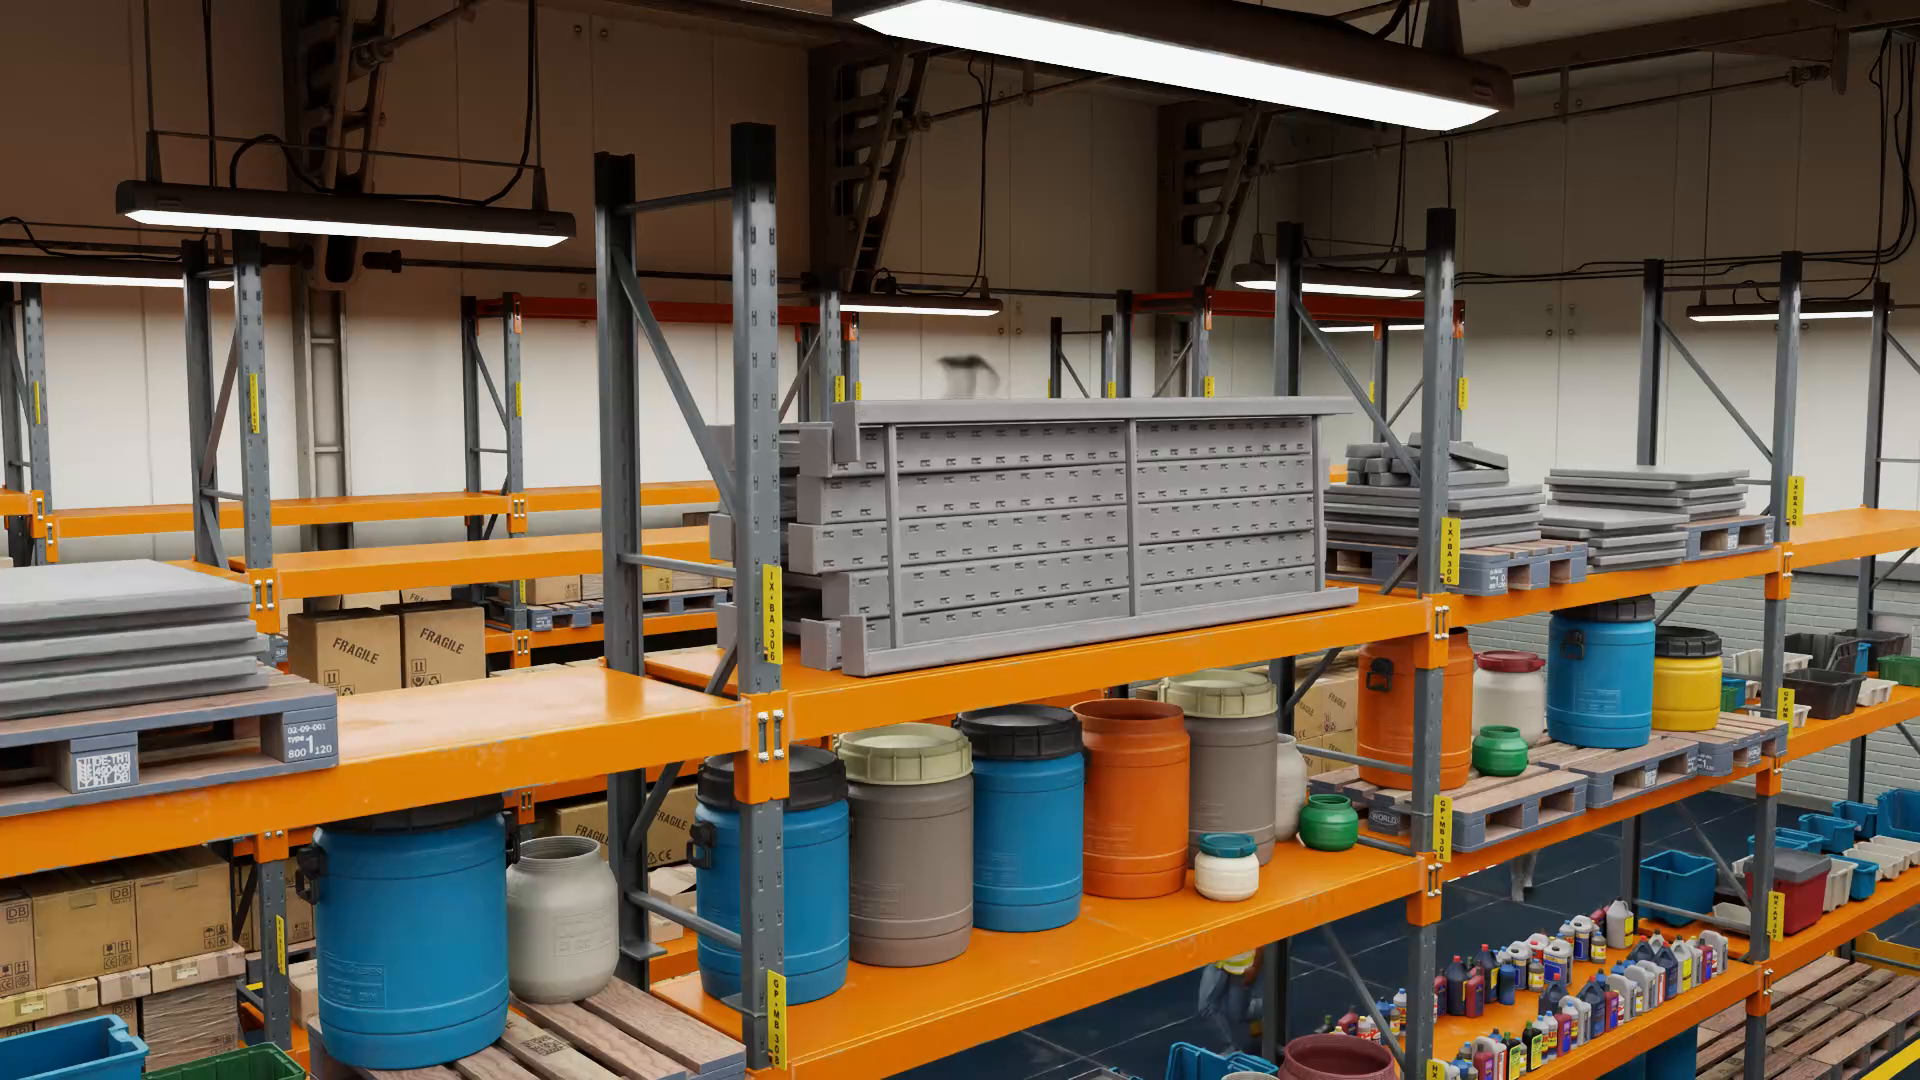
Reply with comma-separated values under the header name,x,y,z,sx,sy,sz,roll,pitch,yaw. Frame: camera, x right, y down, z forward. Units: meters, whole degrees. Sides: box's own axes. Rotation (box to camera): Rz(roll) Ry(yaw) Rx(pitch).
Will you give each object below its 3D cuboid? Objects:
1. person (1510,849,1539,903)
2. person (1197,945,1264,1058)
name,x,y,z,sx,sy,sz,roll,pitch,yaw
person,5.687,2.765,16.675,0.610,1.717,0.701,2,6,18
person,2.082,3.205,12.538,1.070,1.599,0.707,-5,7,-43
